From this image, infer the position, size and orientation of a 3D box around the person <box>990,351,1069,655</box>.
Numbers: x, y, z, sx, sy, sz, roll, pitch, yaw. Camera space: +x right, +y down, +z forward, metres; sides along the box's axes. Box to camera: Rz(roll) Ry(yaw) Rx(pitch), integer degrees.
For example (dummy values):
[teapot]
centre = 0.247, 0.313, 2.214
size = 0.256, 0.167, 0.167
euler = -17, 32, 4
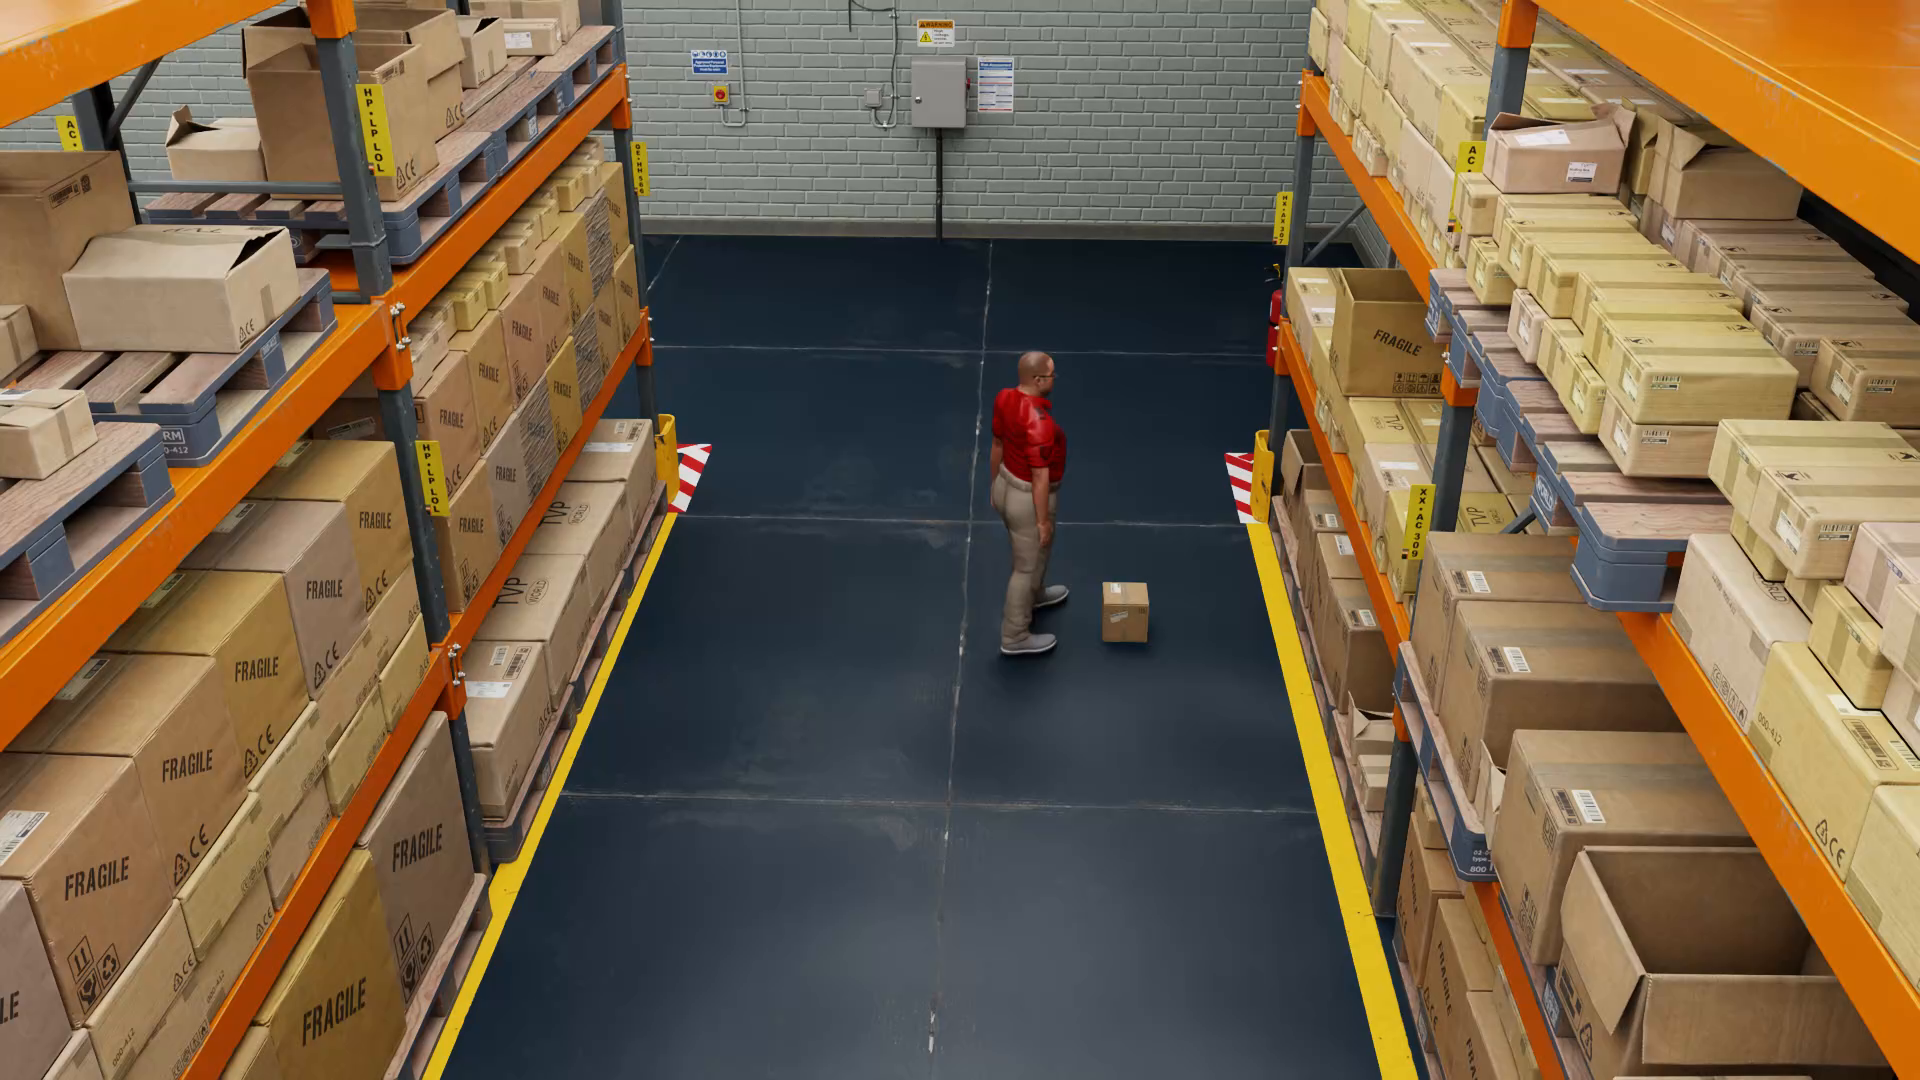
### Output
[person]
centre = 0.455, -0.247, 9.082
size = 0.629, 1.723, 0.625
euler = -12, 30, -22
